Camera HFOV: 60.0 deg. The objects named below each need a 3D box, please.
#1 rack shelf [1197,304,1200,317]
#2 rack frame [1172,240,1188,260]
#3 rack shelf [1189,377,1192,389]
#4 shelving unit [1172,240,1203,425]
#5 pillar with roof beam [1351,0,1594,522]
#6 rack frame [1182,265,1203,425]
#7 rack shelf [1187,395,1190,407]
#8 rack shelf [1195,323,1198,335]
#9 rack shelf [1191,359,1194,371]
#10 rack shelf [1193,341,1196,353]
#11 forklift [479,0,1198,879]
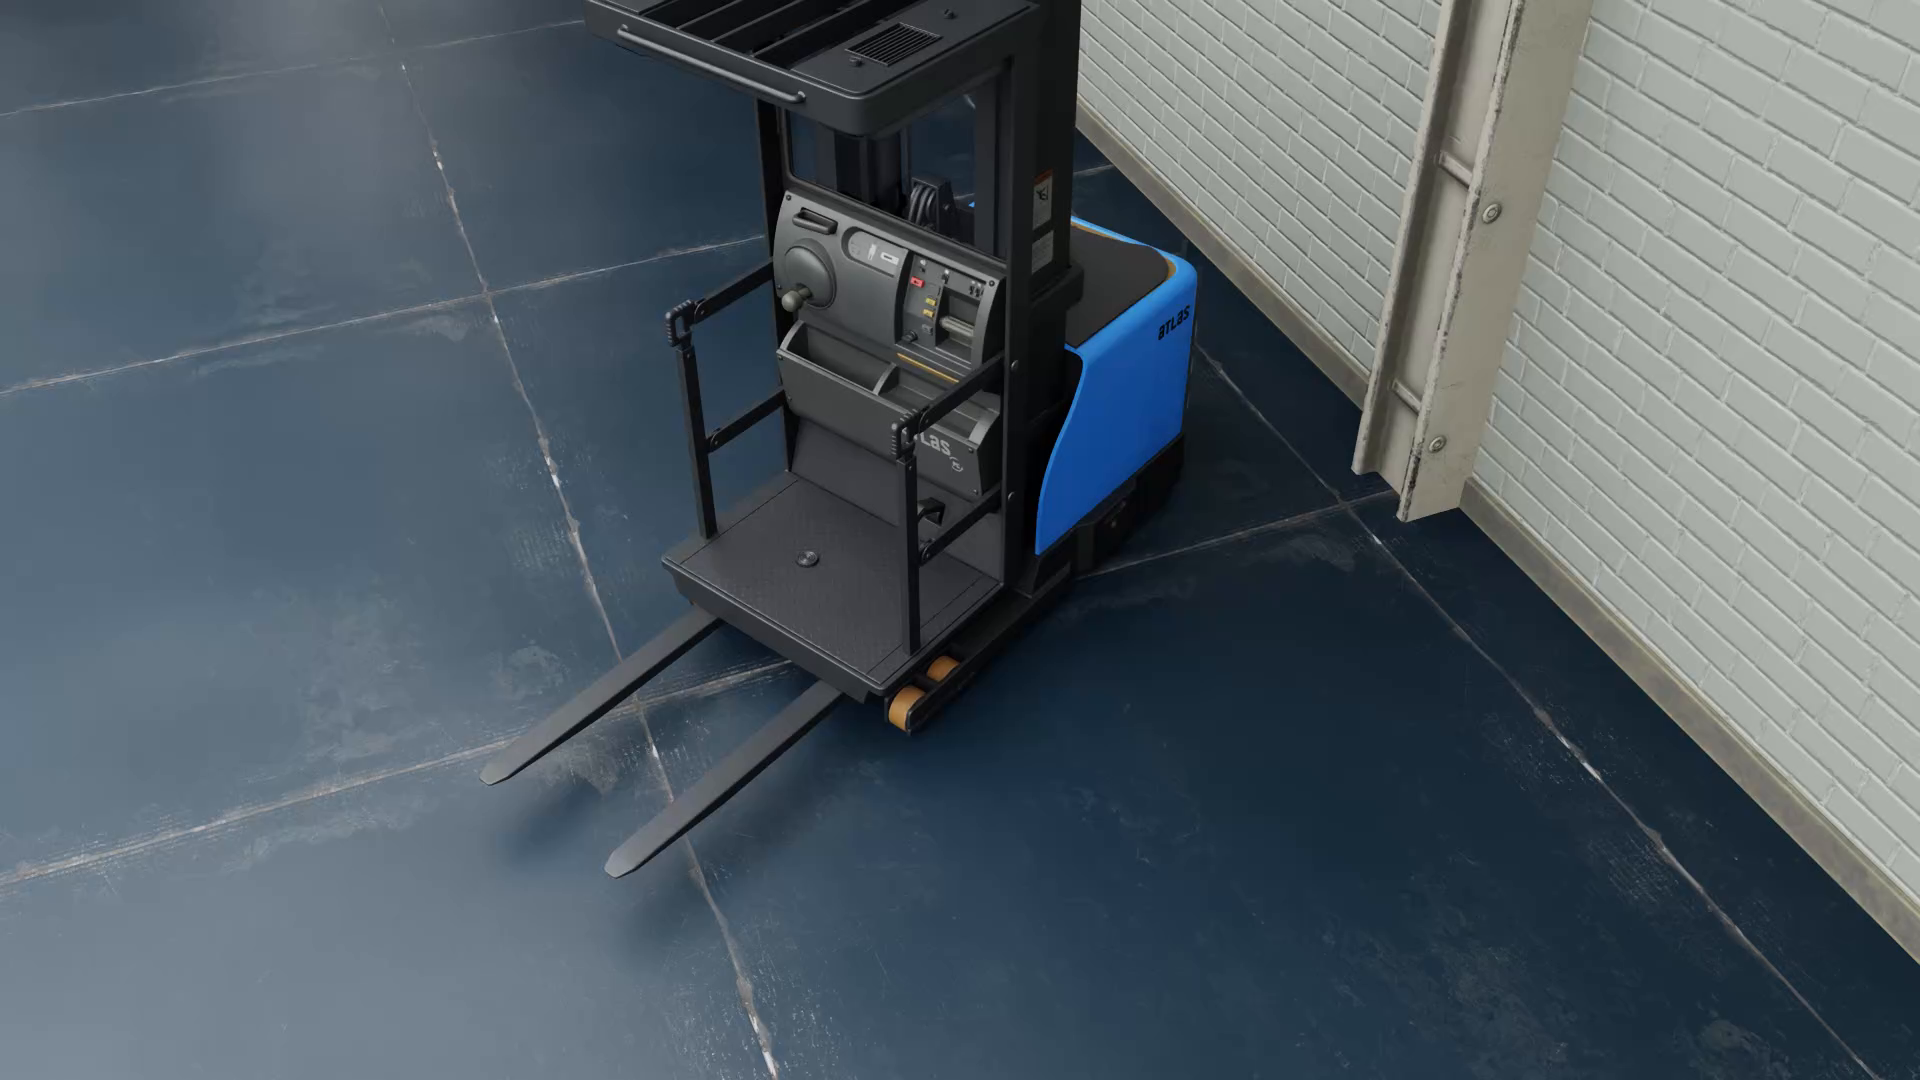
[{"bbox_3d":[0.831,-0.984,6.841,0.258,0.077,0.200,-7,41,-8],"label":"rack shelf"},{"bbox_3d":[0.812,-0.869,7.071,0.240,0.900,0.006,-7,41,-8],"label":"rack frame"},{"bbox_3d":[0.832,-0.711,7.076,0.258,0.077,0.200,-7,41,-8],"label":"rack shelf"},{"bbox_3d":[0.832,-0.804,6.995,0.258,0.900,0.210,-7,41,-8],"label":"shelving unit"},{"bbox_3d":[-2.090,-2.567,2.833,9.100,9.000,0.400,-15,43,-17],"label":"pillar with roof beam"},{"bbox_3d":[0.851,-0.739,6.919,0.240,0.900,0.006,-7,41,-8],"label":"rack frame"},{"bbox_3d":[0.832,-0.643,7.134,0.258,0.077,0.200,-7,41,-8],"label":"rack shelf"},{"bbox_3d":[0.831,-0.915,6.899,0.258,0.077,0.200,-7,41,-8],"label":"rack shelf"},{"bbox_3d":[0.832,-0.779,7.017,0.258,0.077,0.200,-7,41,-8],"label":"rack shelf"},{"bbox_3d":[0.832,-0.847,6.958,0.258,0.077,0.200,-7,41,-8],"label":"rack shelf"},{"bbox_3d":[-0.389,-0.794,5.425,1.130,2.935,3.031,28,48,28],"label":"forklift"}]
